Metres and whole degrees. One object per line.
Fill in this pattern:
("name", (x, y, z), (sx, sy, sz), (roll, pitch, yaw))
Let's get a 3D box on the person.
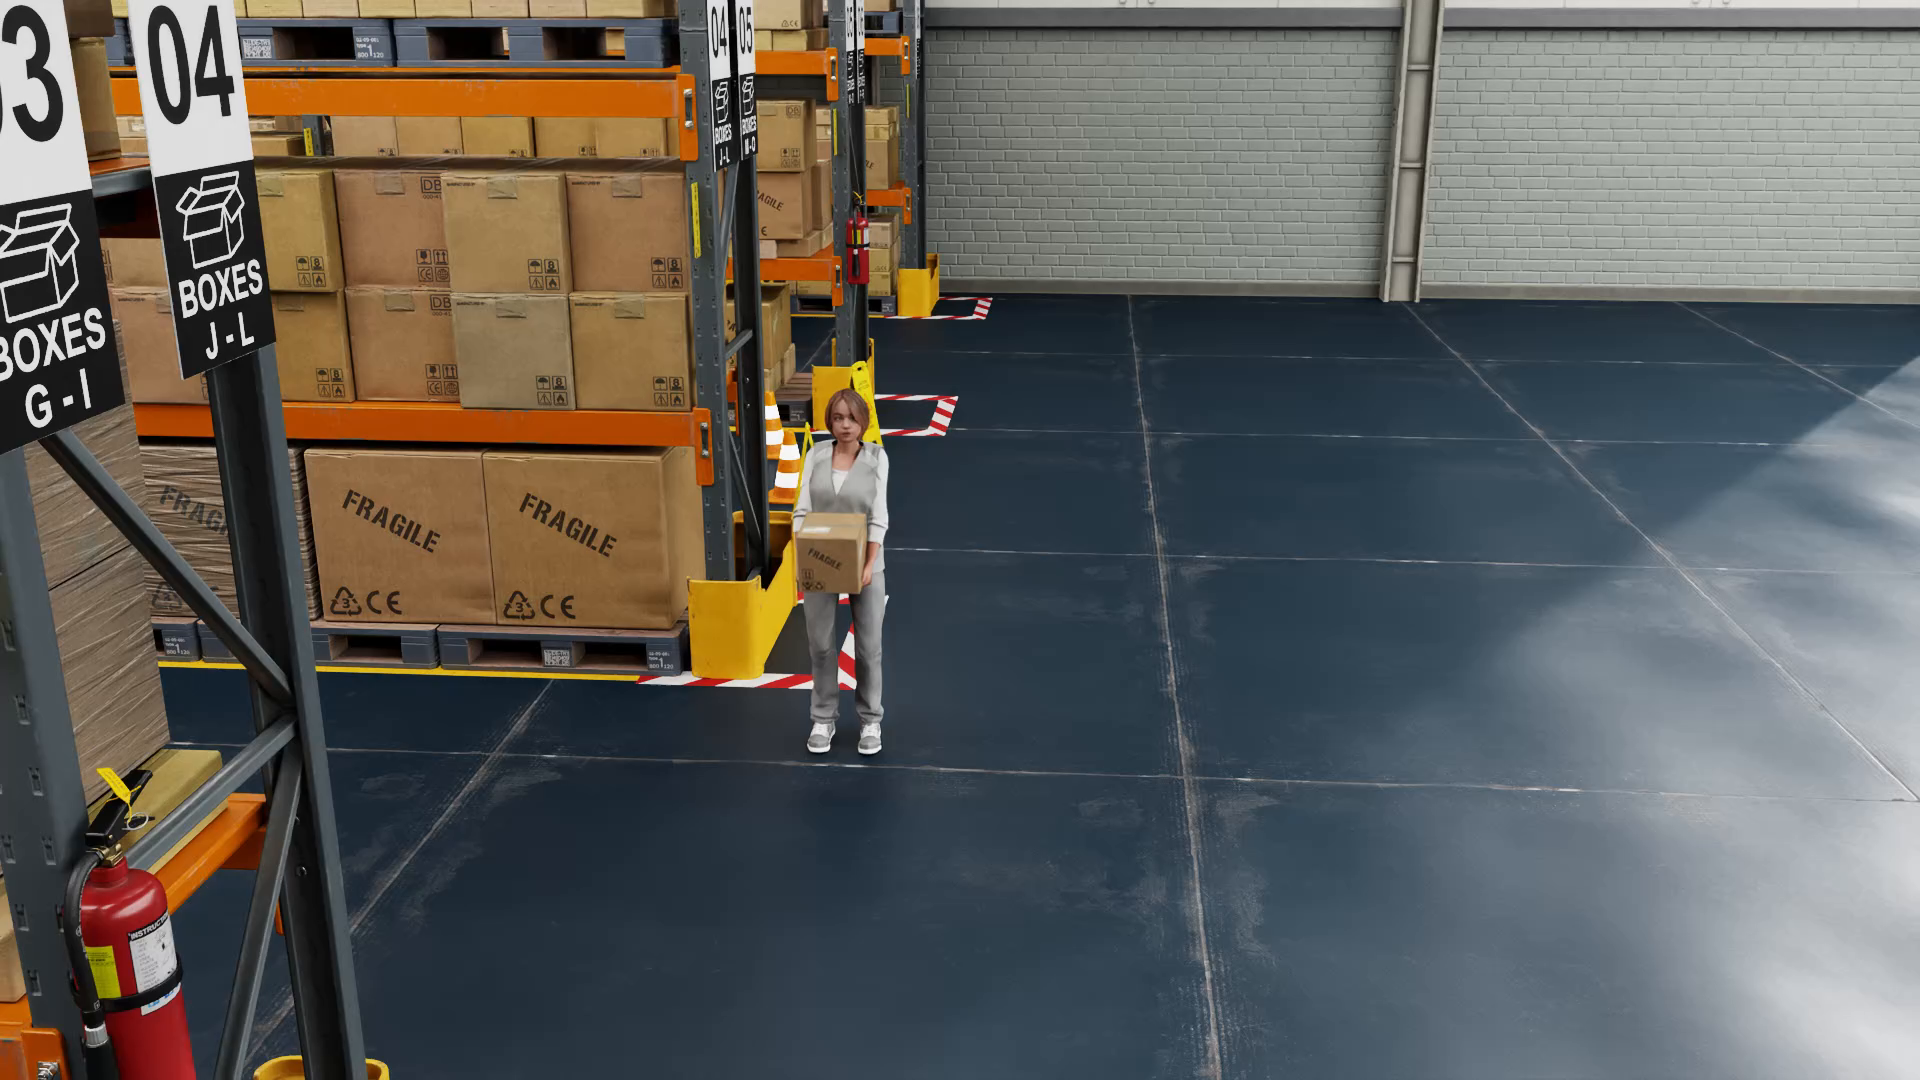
("person", (-0.503, 0.165, 7.064), (0.404, 1.591, 0.496), (2, 18, 5))
